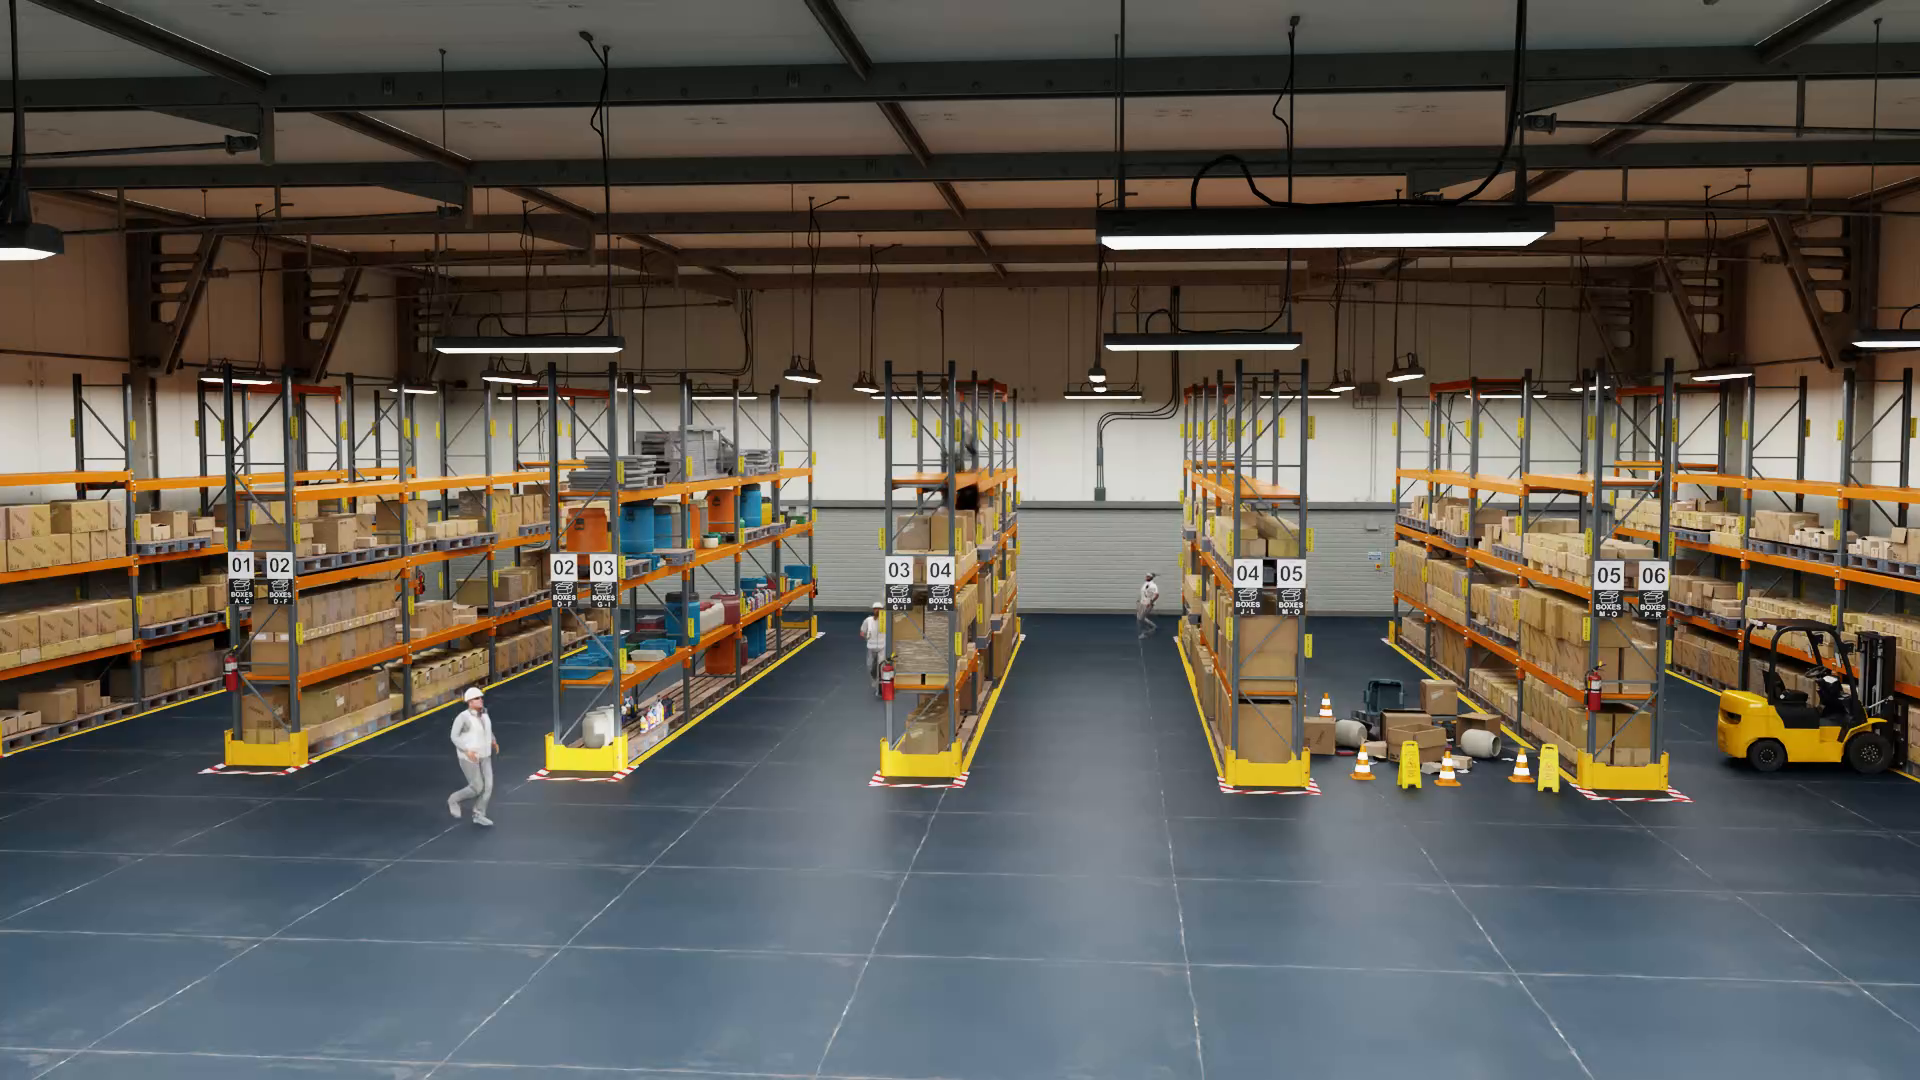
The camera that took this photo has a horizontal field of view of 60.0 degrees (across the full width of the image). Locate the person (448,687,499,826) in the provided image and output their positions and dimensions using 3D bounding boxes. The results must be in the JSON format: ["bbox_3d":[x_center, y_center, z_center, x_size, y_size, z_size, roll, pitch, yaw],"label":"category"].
[{"bbox_3d":[-6.210,2.747,21.195,0.614,1.753,0.683,2,4,26],"label":"person"}]

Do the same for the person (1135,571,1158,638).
[{"bbox_3d":[4.536,1.555,40.102,0.516,1.654,0.640,-2,4,-25],"label":"person"}]

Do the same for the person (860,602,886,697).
[{"bbox_3d":[-1.548,2.052,31.427,0.697,1.761,0.917,0,4,2],"label":"person"}]
